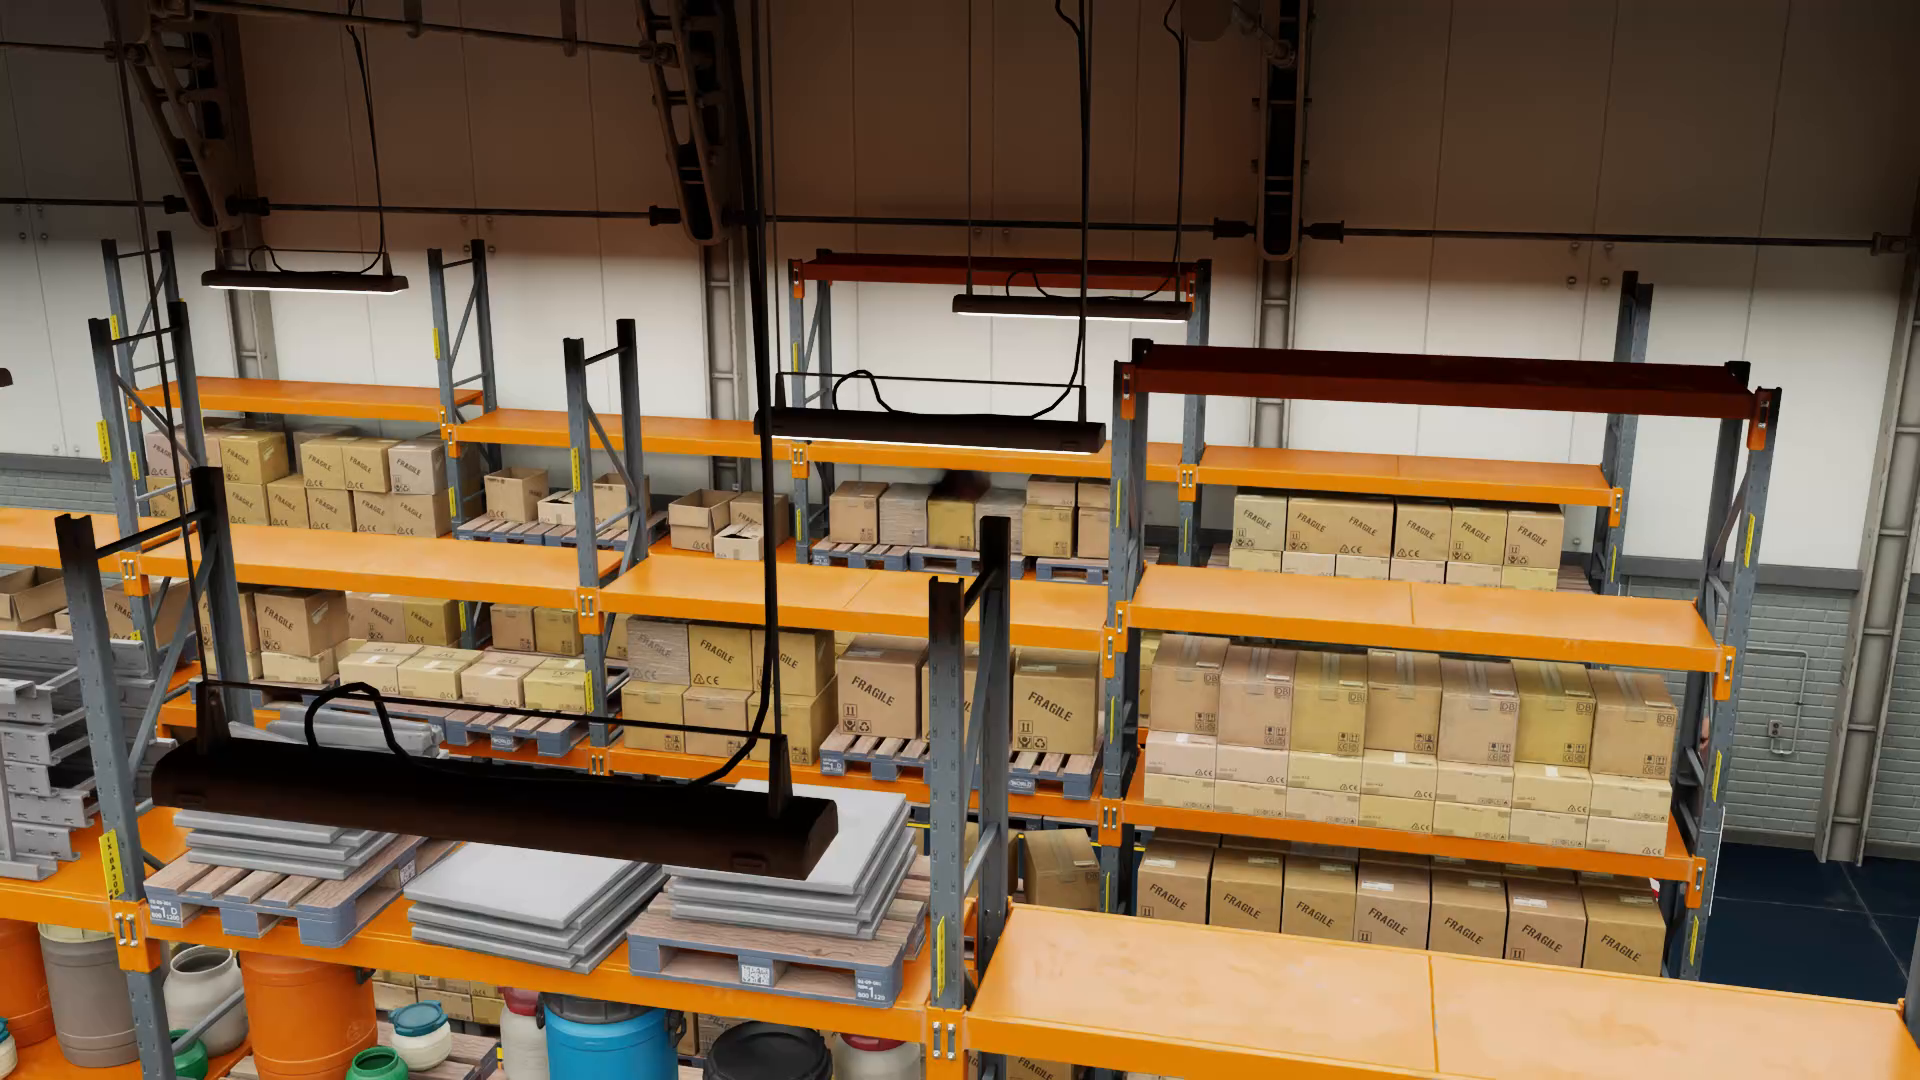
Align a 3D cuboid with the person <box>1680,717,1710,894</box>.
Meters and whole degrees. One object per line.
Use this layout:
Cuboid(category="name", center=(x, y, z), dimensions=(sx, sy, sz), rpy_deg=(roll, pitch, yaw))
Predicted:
Cuboid(category="person", center=(7.258, 2.586, 16.413), dimensions=(0.428, 1.803, 0.618), rpy_deg=(-5, 17, -15))
